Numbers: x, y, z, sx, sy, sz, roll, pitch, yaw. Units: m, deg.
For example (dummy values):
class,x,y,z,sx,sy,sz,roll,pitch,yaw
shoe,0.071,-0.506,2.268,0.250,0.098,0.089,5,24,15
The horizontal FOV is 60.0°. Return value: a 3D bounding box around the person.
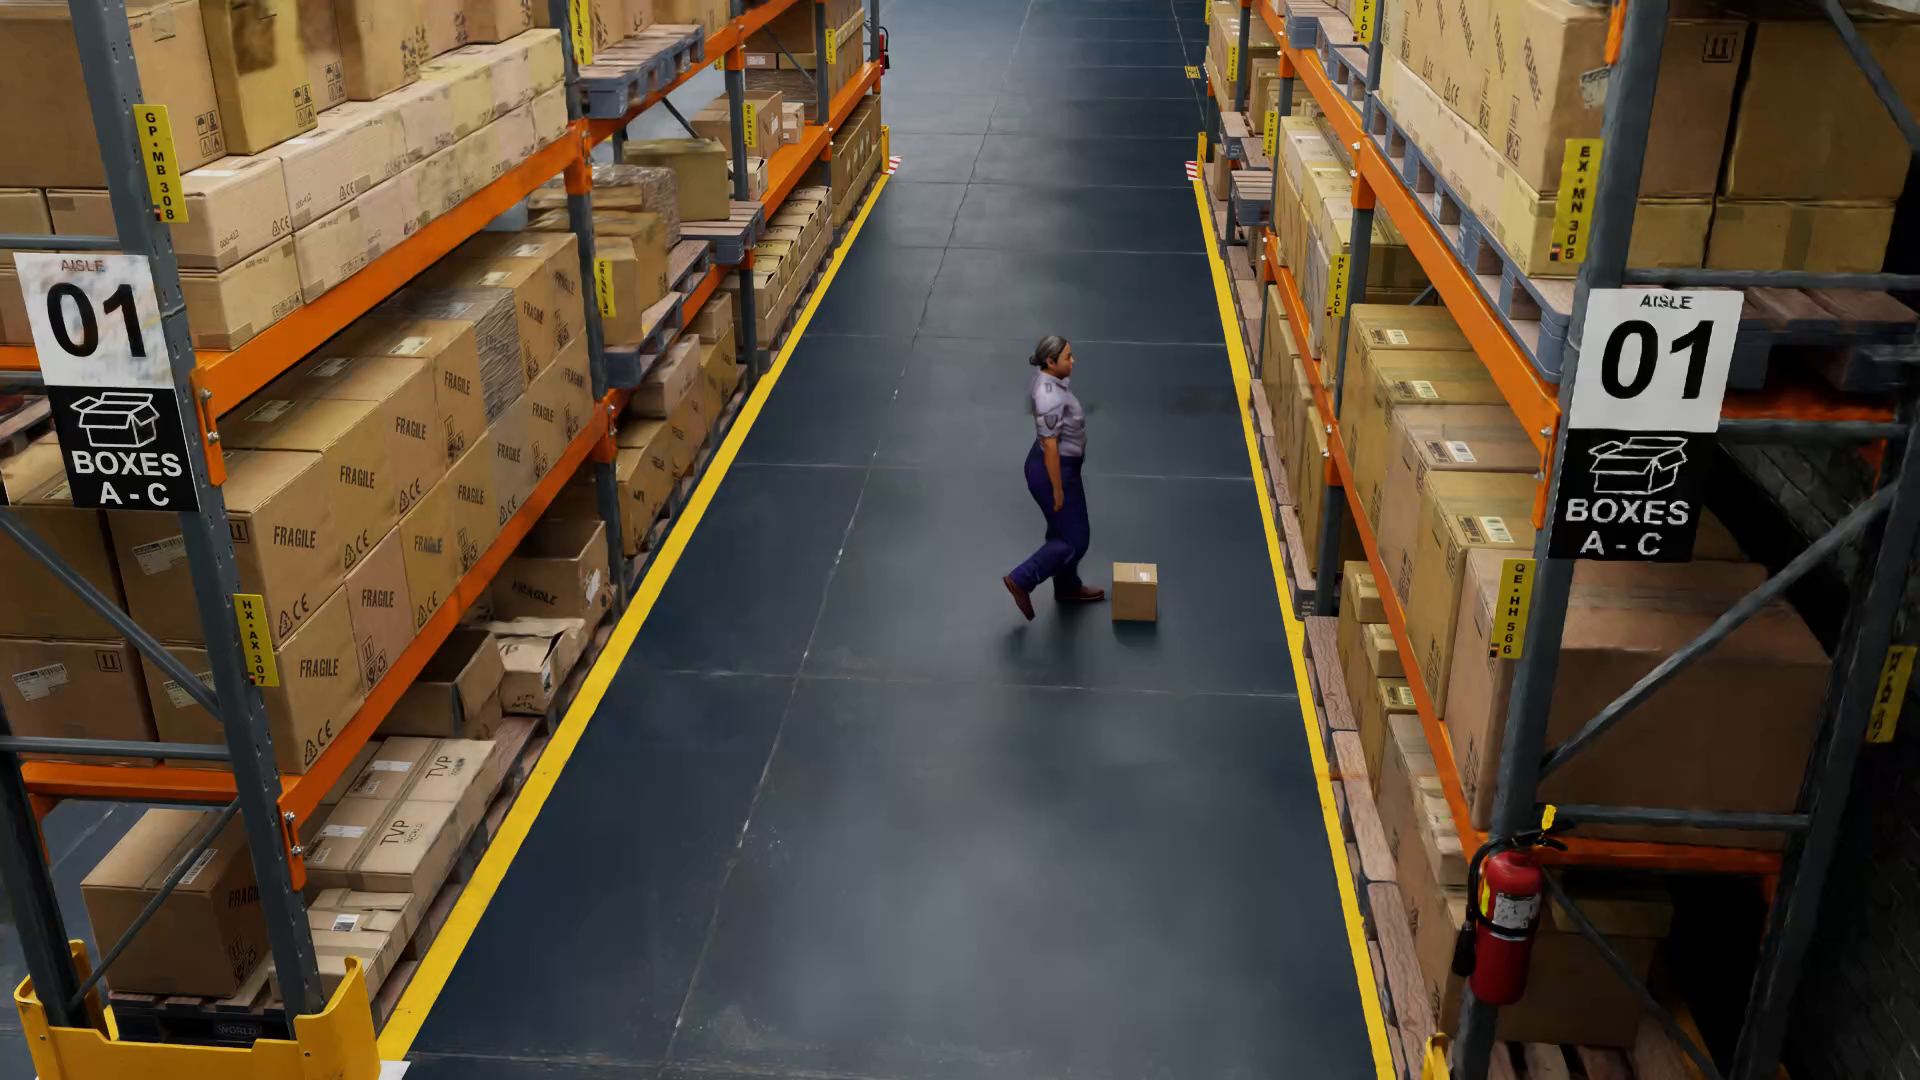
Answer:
class,x,y,z,sx,sy,sz,roll,pitch,yaw
person,0.548,-0.360,9.382,0.620,1.645,0.533,-1,25,-2
